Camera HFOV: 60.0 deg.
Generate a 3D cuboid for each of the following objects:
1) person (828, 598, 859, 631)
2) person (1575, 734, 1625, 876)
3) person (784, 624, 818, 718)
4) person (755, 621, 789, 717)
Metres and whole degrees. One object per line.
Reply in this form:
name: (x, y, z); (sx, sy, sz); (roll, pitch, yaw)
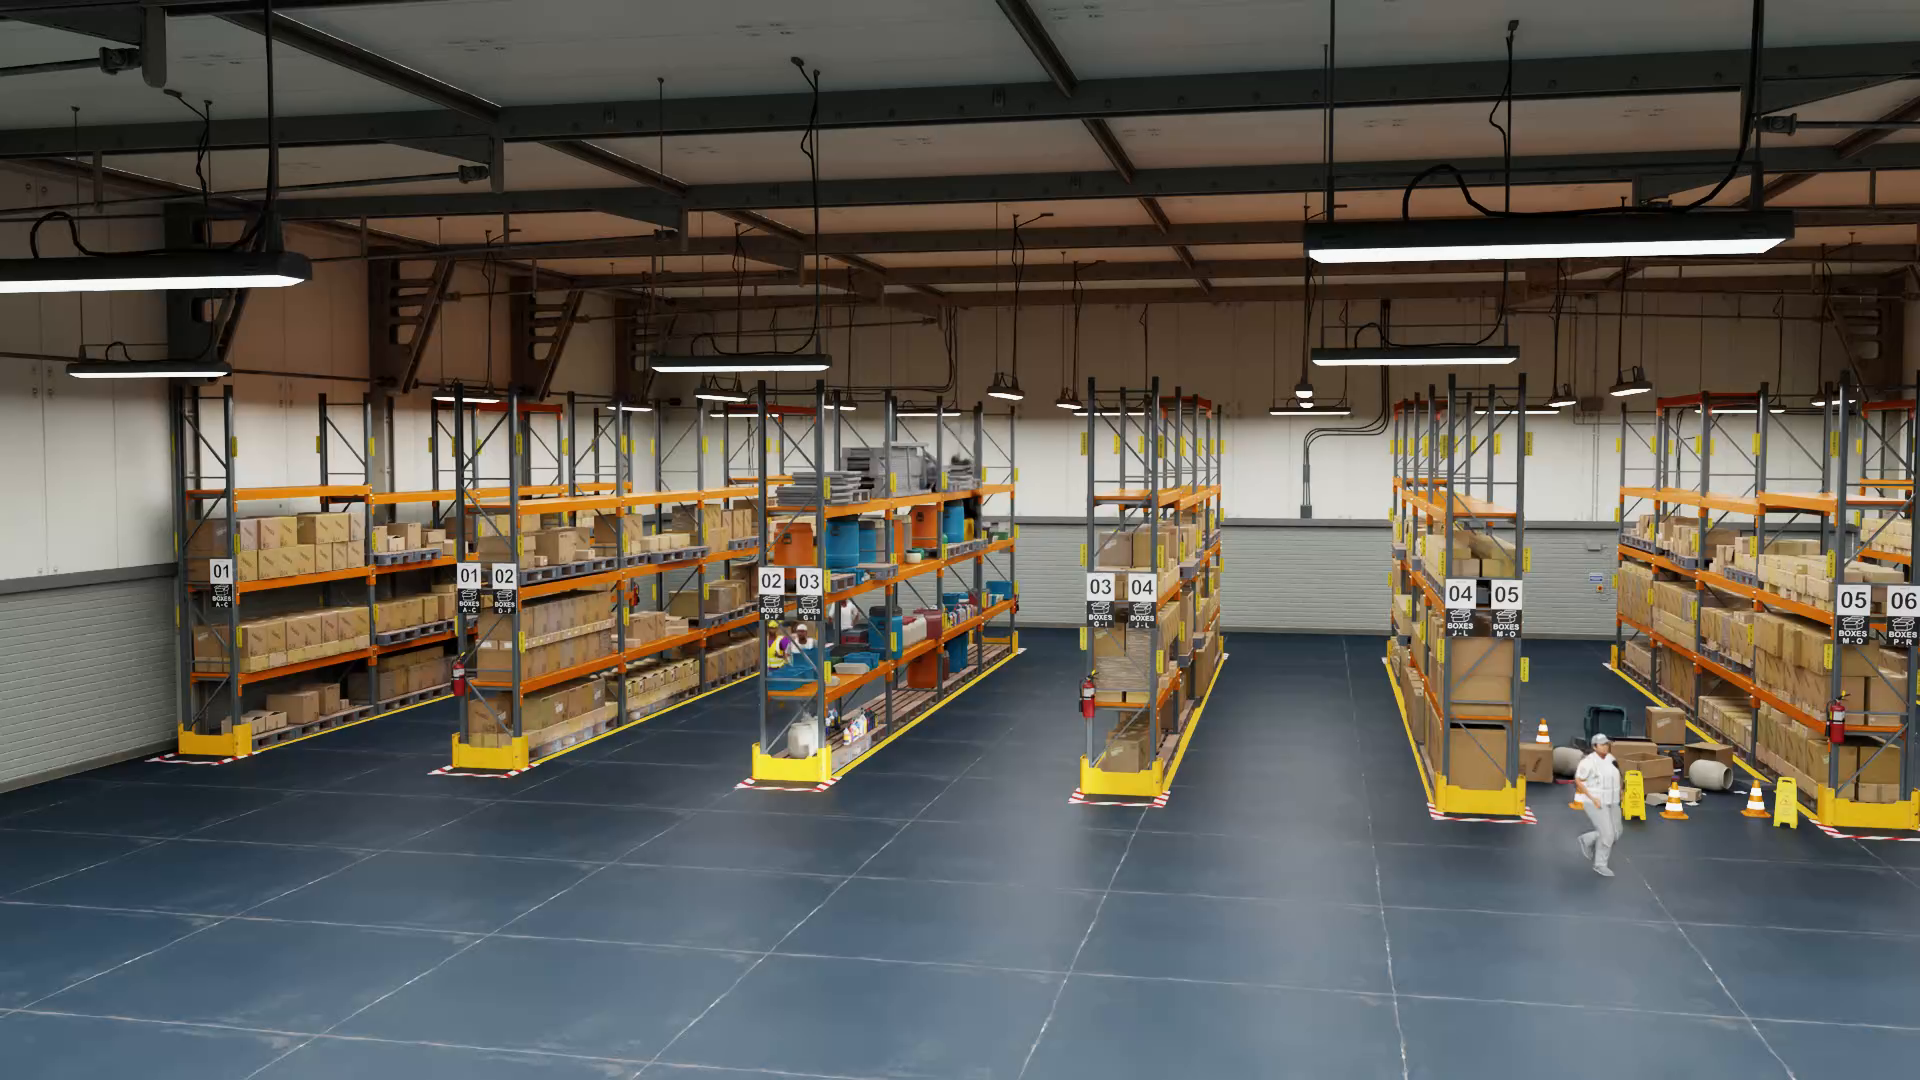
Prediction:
person: (-2.654, 2.028, 37.794); (0.685, 1.738, 0.758); (0, 3, -1)
person: (7.530, 3.098, 19.640); (0.602, 1.647, 0.585); (-2, 4, -26)
person: (-2.867, 2.437, 30.167); (0.659, 1.829, 0.759); (1, 3, 15)
person: (-3.489, 2.378, 30.940); (0.710, 1.747, 0.968); (0, 3, 8)
